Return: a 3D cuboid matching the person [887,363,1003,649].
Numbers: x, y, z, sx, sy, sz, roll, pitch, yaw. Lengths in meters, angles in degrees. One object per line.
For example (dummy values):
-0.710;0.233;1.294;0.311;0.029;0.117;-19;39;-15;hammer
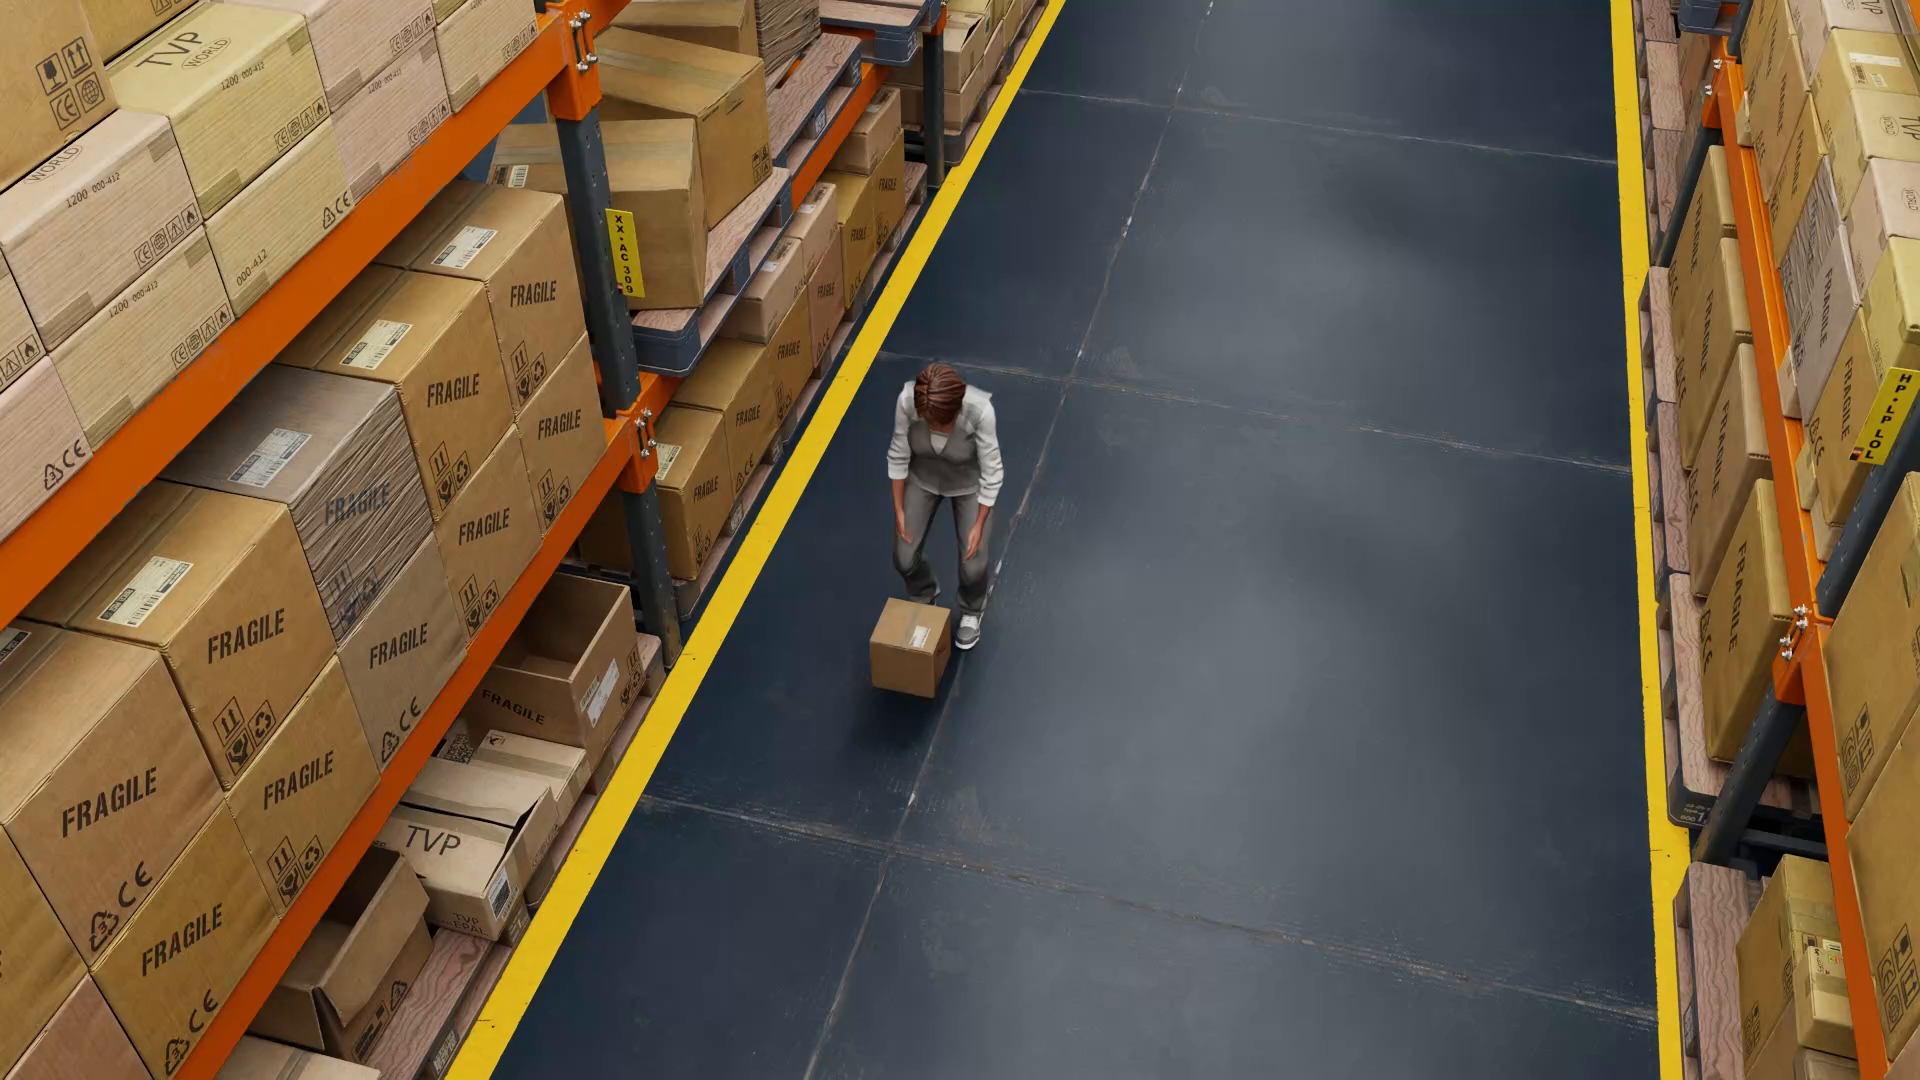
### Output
-0.041;-0.155;6.479;0.454;1.425;0.540;11;43;12;person
